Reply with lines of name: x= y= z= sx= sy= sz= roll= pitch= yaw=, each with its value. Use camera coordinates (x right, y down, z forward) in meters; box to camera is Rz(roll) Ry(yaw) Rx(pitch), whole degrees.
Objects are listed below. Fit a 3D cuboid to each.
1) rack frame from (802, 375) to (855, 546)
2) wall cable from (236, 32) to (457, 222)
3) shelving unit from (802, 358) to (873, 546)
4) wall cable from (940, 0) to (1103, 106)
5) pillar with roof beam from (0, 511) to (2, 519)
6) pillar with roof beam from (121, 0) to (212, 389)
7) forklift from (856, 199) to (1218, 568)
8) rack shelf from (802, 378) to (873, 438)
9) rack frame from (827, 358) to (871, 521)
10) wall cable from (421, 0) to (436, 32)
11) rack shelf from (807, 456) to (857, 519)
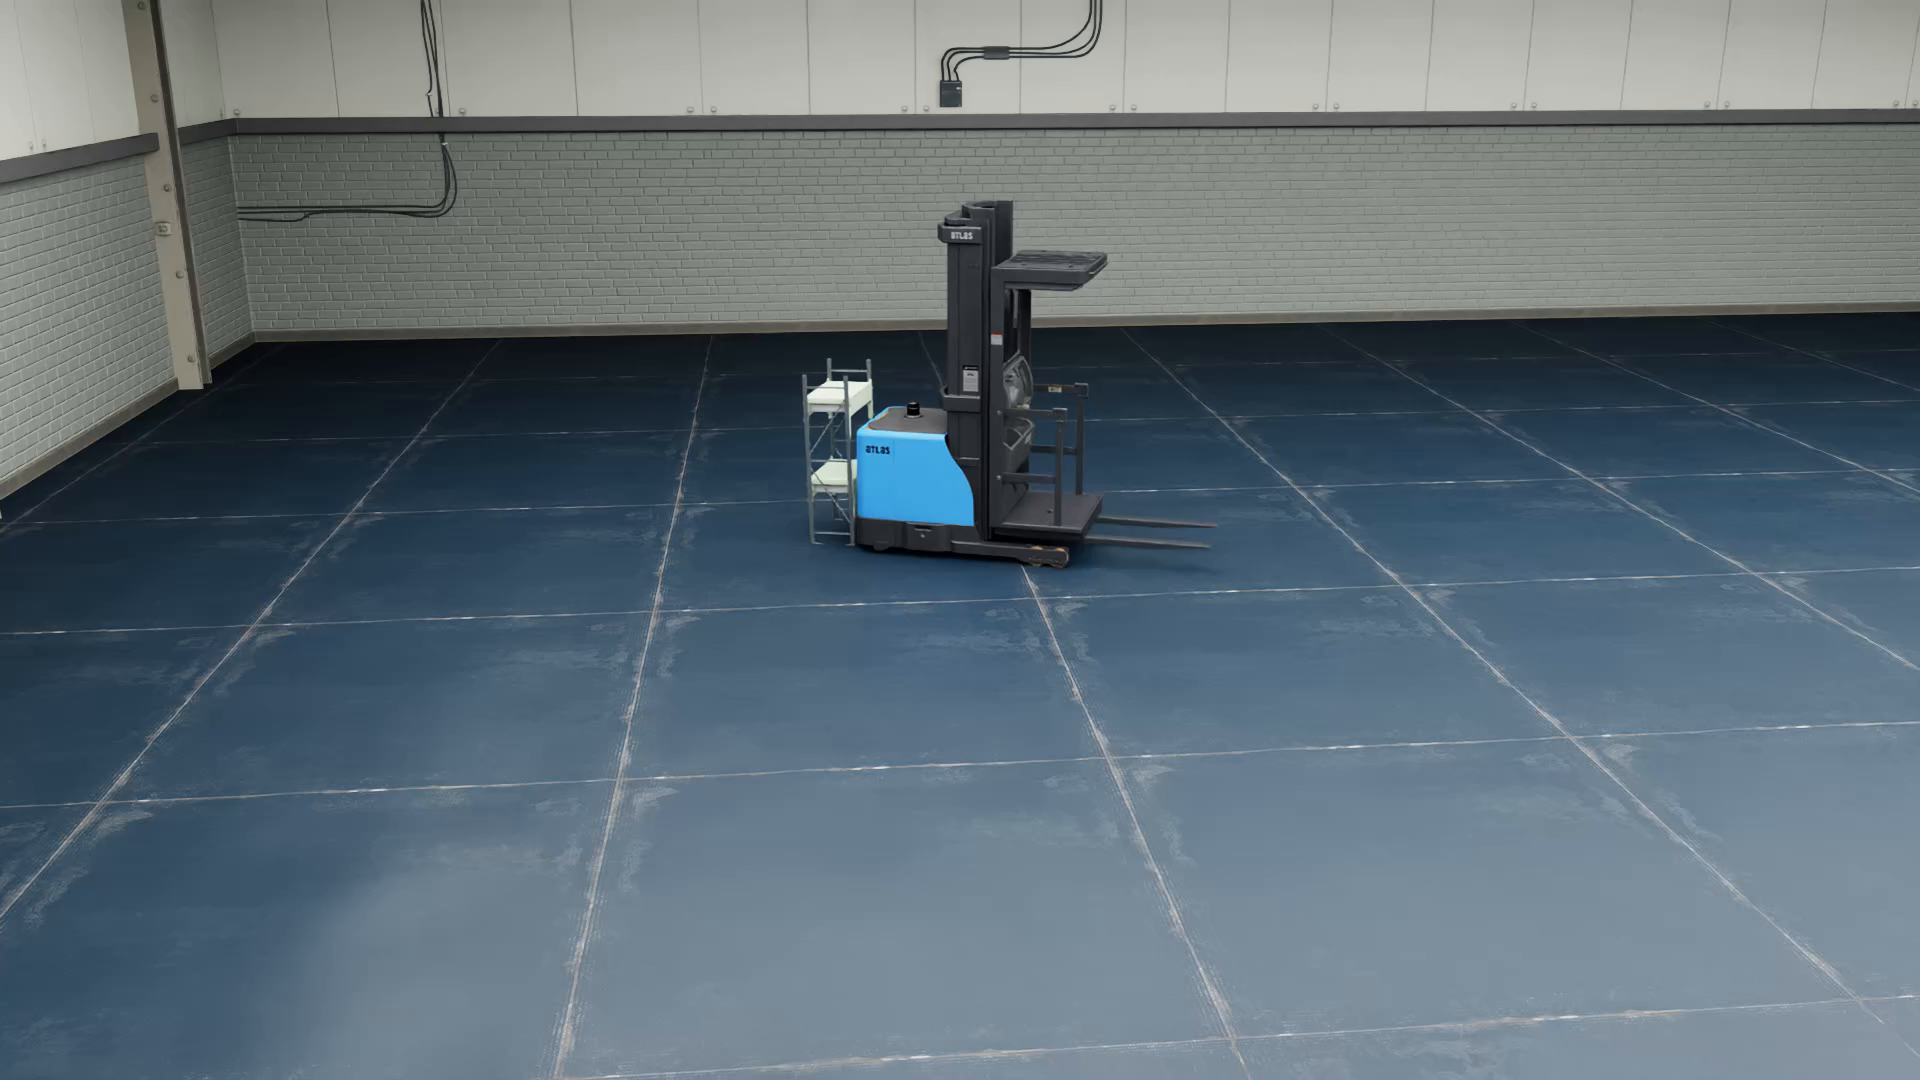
rack frame: x=-1.128 y=-0.677 z=14.312 sx=0.400 sy=1.500 sz=0.023 roll=2 pitch=18 yaw=12
wall cable: x=-8.576 y=-5.661 z=22.870 sx=3.097 sy=2.526 sz=0.112 roll=-2 pitch=18 yaw=-6
shelving unit: x=-1.050 y=-0.784 z=14.654 sx=0.431 sy=1.500 sz=0.755 roll=2 pitch=18 yaw=12
wall cable: x=0.868 y=-9.054 z=22.814 sx=2.305 sy=6.003 sz=0.169 roll=-2 pitch=18 yaw=-6
pillar with roof beam: x=-4.687 y=-4.569 z=14.208 sx=9.100 sy=9.000 sz=0.400 roll=-2 pitch=18 yaw=-6
pillar with roof beam: x=-5.306 y=-6.357 z=19.902 sx=9.100 sy=9.000 sz=0.400 roll=-2 pitch=18 yaw=-6
forklift: x=0.680 y=-1.337 z=14.041 sx=3.031 sy=2.935 sz=1.130 roll=4 pitch=18 yaw=14
rack shelf: x=-1.059 y=-1.157 z=14.539 sx=0.431 sy=0.370 sz=0.720 roll=2 pitch=18 yaw=12
rack frame: x=-0.972 y=-0.891 z=14.995 sx=0.400 sy=1.500 sz=0.023 roll=2 pitch=18 yaw=12
wall cable: x=-5.885 y=-8.154 z=22.379 sx=3.097 sy=2.526 sz=0.112 roll=-2 pitch=18 yaw=-6
rack shelf: x=-1.043 y=-0.473 z=14.750 sx=0.431 sy=0.370 sz=0.720 roll=2 pitch=18 yaw=12
